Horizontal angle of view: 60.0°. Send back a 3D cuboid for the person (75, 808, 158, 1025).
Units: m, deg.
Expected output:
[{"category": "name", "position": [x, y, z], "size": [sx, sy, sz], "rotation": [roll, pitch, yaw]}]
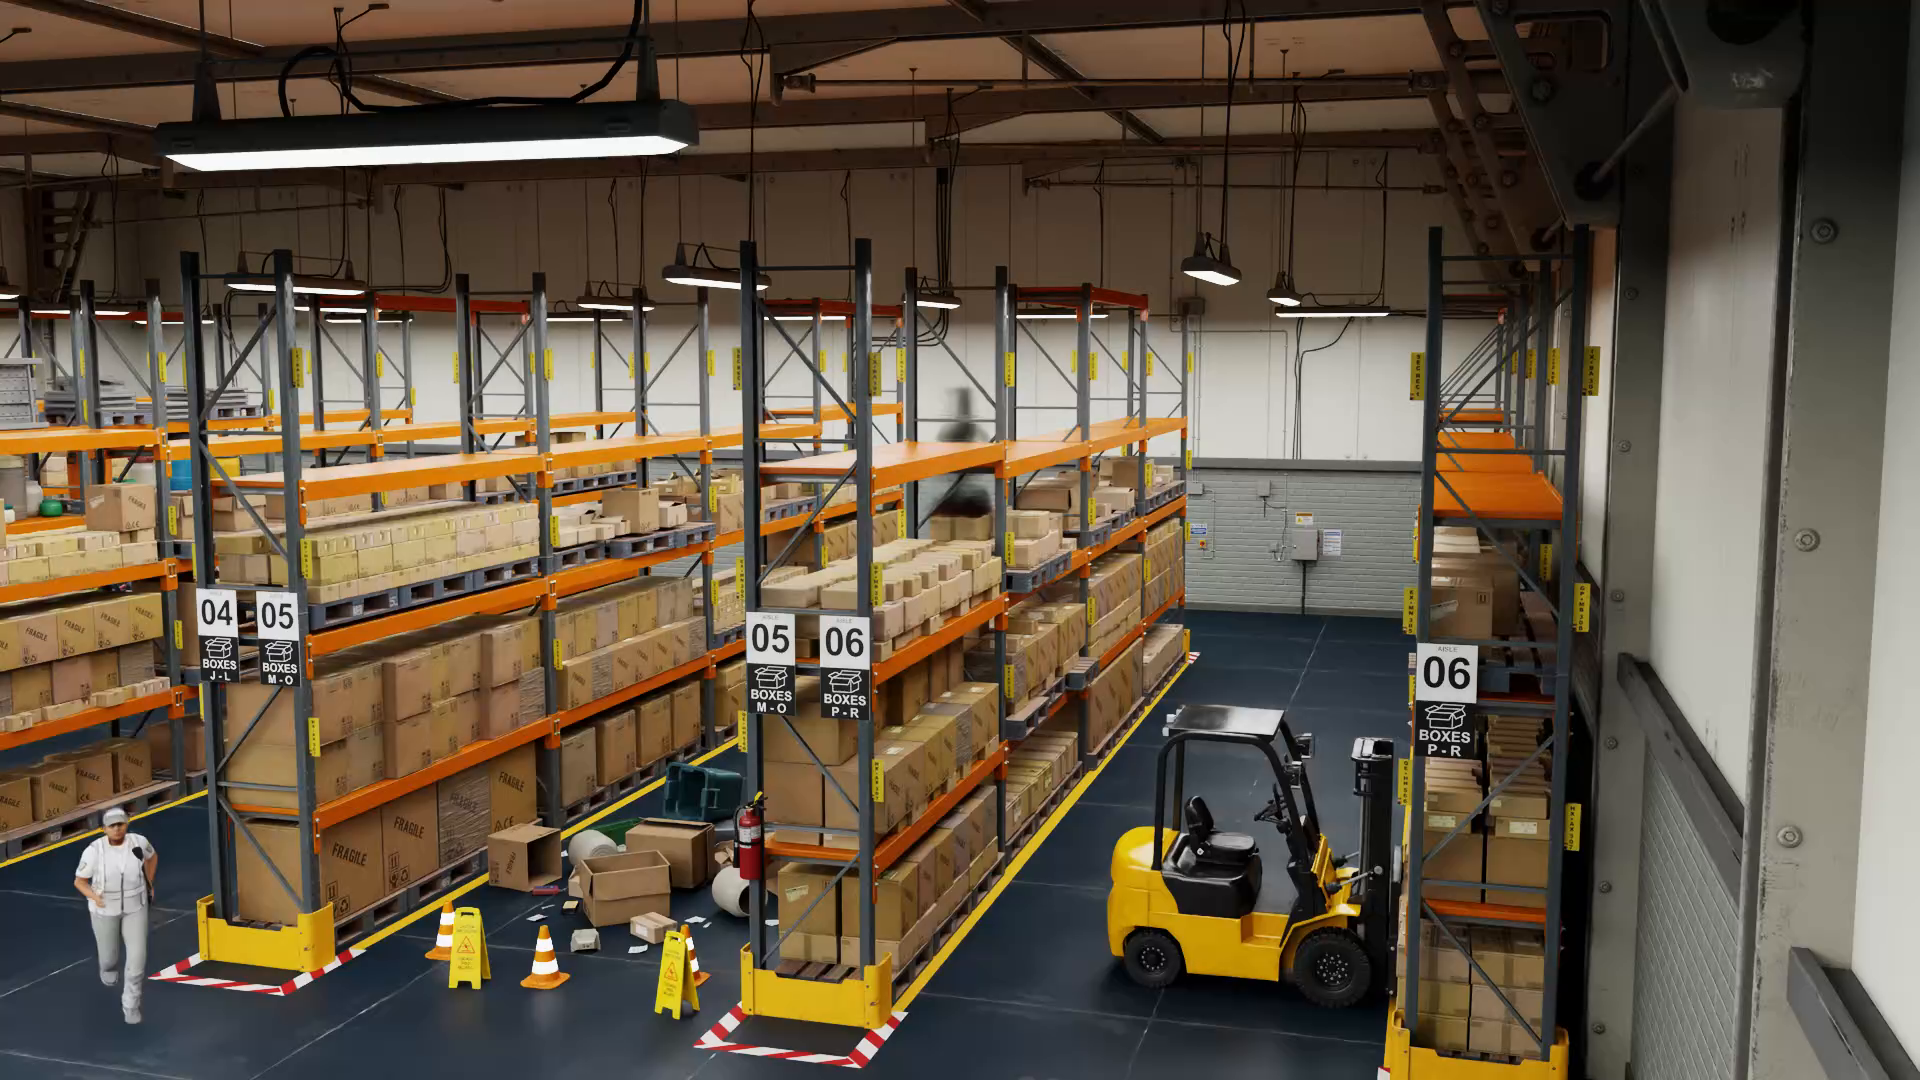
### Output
[{"category": "person", "position": [-6.620, 2.917, 13.103], "size": [0.614, 1.682, 0.806], "rotation": [-4, 8, -34]}]
